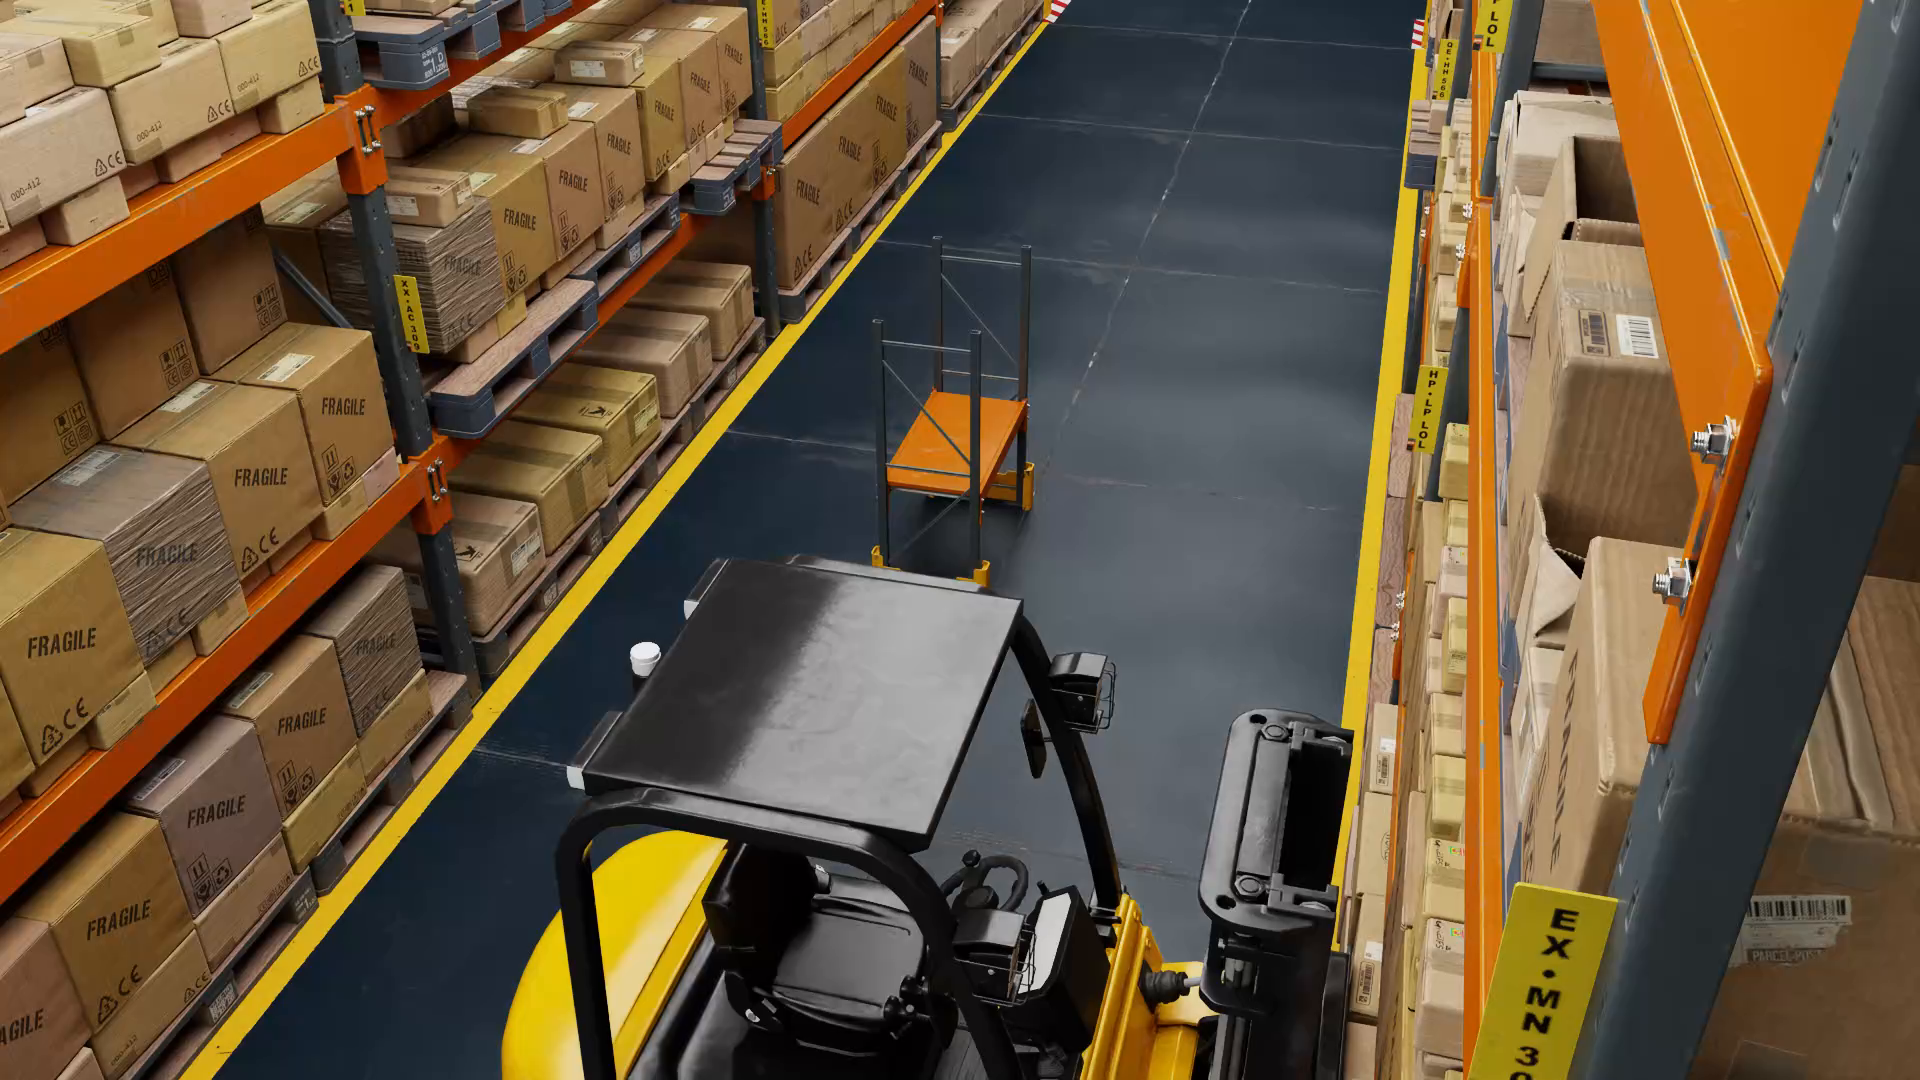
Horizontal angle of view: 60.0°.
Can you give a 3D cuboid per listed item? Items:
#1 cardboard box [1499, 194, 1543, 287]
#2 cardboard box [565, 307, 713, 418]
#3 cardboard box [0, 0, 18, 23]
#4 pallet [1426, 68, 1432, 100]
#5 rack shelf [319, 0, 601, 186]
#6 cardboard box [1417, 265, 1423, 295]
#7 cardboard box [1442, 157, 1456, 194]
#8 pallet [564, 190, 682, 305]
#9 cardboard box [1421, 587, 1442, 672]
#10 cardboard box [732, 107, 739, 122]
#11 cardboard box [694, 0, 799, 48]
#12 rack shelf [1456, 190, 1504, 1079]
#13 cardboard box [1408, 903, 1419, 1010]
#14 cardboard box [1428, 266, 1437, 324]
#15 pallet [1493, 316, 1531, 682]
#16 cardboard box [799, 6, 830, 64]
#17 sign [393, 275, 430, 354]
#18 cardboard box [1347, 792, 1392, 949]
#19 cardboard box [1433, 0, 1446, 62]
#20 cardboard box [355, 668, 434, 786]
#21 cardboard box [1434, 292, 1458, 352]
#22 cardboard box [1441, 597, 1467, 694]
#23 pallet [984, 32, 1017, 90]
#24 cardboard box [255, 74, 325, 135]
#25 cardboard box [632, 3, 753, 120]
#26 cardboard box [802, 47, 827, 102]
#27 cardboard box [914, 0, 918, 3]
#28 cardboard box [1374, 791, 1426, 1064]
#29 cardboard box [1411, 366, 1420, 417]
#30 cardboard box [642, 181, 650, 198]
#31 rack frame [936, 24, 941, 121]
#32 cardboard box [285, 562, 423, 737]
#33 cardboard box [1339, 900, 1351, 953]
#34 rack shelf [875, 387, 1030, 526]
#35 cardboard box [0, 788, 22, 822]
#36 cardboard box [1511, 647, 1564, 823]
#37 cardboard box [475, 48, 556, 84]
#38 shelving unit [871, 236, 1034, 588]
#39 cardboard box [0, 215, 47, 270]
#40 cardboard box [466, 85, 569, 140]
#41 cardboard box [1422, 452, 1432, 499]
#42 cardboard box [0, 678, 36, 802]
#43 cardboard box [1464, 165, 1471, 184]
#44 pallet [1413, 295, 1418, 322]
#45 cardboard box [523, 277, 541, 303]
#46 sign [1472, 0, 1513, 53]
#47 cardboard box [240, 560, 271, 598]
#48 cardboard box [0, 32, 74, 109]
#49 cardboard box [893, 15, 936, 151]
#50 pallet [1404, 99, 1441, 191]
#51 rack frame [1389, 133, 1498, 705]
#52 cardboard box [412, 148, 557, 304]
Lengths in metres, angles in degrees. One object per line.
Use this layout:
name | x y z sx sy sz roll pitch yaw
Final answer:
cardboard box | 1.513 -0.706 4.018 0.380 0.149 0.250 9 34 14
cardboard box | -2.004 -1.059 9.678 0.950 0.372 0.625 7 33 11
cardboard box | -3.196 -1.693 5.313 0.380 0.149 0.250 7 33 11
pallet | 4.629 -3.883 14.661 1.003 0.211 1.213 8 33 12
rack shelf | -2.179 -2.591 7.904 1.077 0.370 4.000 8 33 12
cardboard box | 3.297 -1.894 10.872 0.500 0.500 0.500 9 34 14
cardboard box | 2.654 -1.684 8.276 0.500 0.250 0.500 9 34 14
pallet | -2.134 -1.553 8.575 1.003 0.211 1.213 8 33 12
cardboard box | 1.543 0.288 4.803 0.380 0.149 0.250 9 33 13
cardboard box | -1.527 -2.536 9.785 0.380 0.149 0.250 9 34 14
cardboard box | -1.310 -3.353 10.204 0.500 0.500 0.500 7 33 11
rack shelf | 1.608 0.159 3.579 1.077 0.370 4.000 8 33 12
cardboard box | 1.219 0.956 3.753 0.380 0.149 0.250 8 33 13
cardboard box | 2.525 -1.204 7.987 0.500 0.250 0.500 7 33 11
pallet | 1.613 -0.068 3.348 1.003 0.211 1.213 8 33 12
cardboard box | -1.172 -3.312 10.837 0.500 0.250 0.500 9 33 14
sign | -2.160 -0.886 6.541 0.100 0.325 0.005 8 33 12
cardboard box | 1.550 1.117 5.437 0.500 0.250 0.500 8 33 12
cardboard box | 3.476 -3.391 10.804 0.700 0.500 0.500 8 33 12
cardboard box | -2.577 0.736 6.968 0.500 0.250 0.500 10 34 15
cardboard box | 2.087 -0.851 6.595 0.380 0.149 0.250 7 33 11
cardboard box | 1.508 0.306 4.497 0.380 0.149 0.250 8 33 12
pallet | -0.080 -4.584 15.765 1.003 0.211 1.213 8 33 12
cardboard box | -2.471 -1.545 5.823 0.380 0.149 0.250 8 33 13
cardboard box | -1.518 -2.738 9.499 0.500 0.500 0.500 7 33 11
cardboard box | -1.191 -3.092 10.957 0.500 0.250 0.500 7 33 11
cardboard box | -0.526 -4.412 13.034 0.500 0.250 0.500 7 33 11
cardboard box | 1.359 1.029 4.242 0.500 0.500 0.500 8 33 13
cardboard box | 2.959 -0.846 9.107 0.875 0.625 0.625 9 34 14
cardboard box | -1.859 -1.862 8.726 0.380 0.149 0.250 8 33 13
rack frame | -0.656 -4.742 13.414 1.000 3.000 0.127 8 33 12
cardboard box | -2.577 0.419 6.767 0.500 0.500 0.500 8 33 12
cardboard box | 1.559 1.538 5.707 0.500 0.250 0.500 7 33 11
rack shelf | -0.022 -0.437 8.374 0.538 0.185 1.000 8 33 12
cardboard box | -3.068 0.774 4.971 0.380 0.149 0.250 9 34 14
cardboard box | 1.017 0.308 2.423 0.380 0.149 0.250 7 33 11
cardboard box | -2.263 -2.262 8.750 0.500 0.500 0.500 9 33 13
shelving unit | -0.019 -0.593 8.285 0.587 1.500 1.083 8 33 12
cardboard box | -2.894 -0.890 4.793 0.380 0.149 0.250 9 33 13
cardboard box | -2.049 -1.983 7.707 0.380 0.149 0.250 10 34 15
cardboard box | 1.993 -0.354 6.185 0.500 0.250 0.500 7 33 11
cardboard box | -3.057 0.575 4.679 0.500 0.500 0.500 7 33 11
cardboard box | 2.569 -1.636 7.830 0.380 0.149 0.250 8 33 13
pallet | 3.357 -1.198 10.438 1.003 0.211 1.213 8 33 12
cardboard box | -2.171 -1.192 7.671 0.380 0.149 0.250 10 34 15
sign | 1.588 -1.603 4.904 0.100 0.325 0.005 8 33 12
cardboard box | -2.748 0.106 6.022 0.380 0.149 0.250 8 33 12
cardboard box | -2.805 -1.350 4.773 0.380 0.149 0.250 7 33 11
cardboard box | -0.736 -3.690 13.348 0.875 0.875 0.875 9 34 14
pallet | 3.235 -2.273 9.708 1.213 0.211 1.003 8 33 12
rack frame | 2.116 0.083 5.823 1.000 3.000 0.127 8 33 12
cardboard box | -2.164 -1.400 7.394 0.500 0.500 0.500 8 33 13
